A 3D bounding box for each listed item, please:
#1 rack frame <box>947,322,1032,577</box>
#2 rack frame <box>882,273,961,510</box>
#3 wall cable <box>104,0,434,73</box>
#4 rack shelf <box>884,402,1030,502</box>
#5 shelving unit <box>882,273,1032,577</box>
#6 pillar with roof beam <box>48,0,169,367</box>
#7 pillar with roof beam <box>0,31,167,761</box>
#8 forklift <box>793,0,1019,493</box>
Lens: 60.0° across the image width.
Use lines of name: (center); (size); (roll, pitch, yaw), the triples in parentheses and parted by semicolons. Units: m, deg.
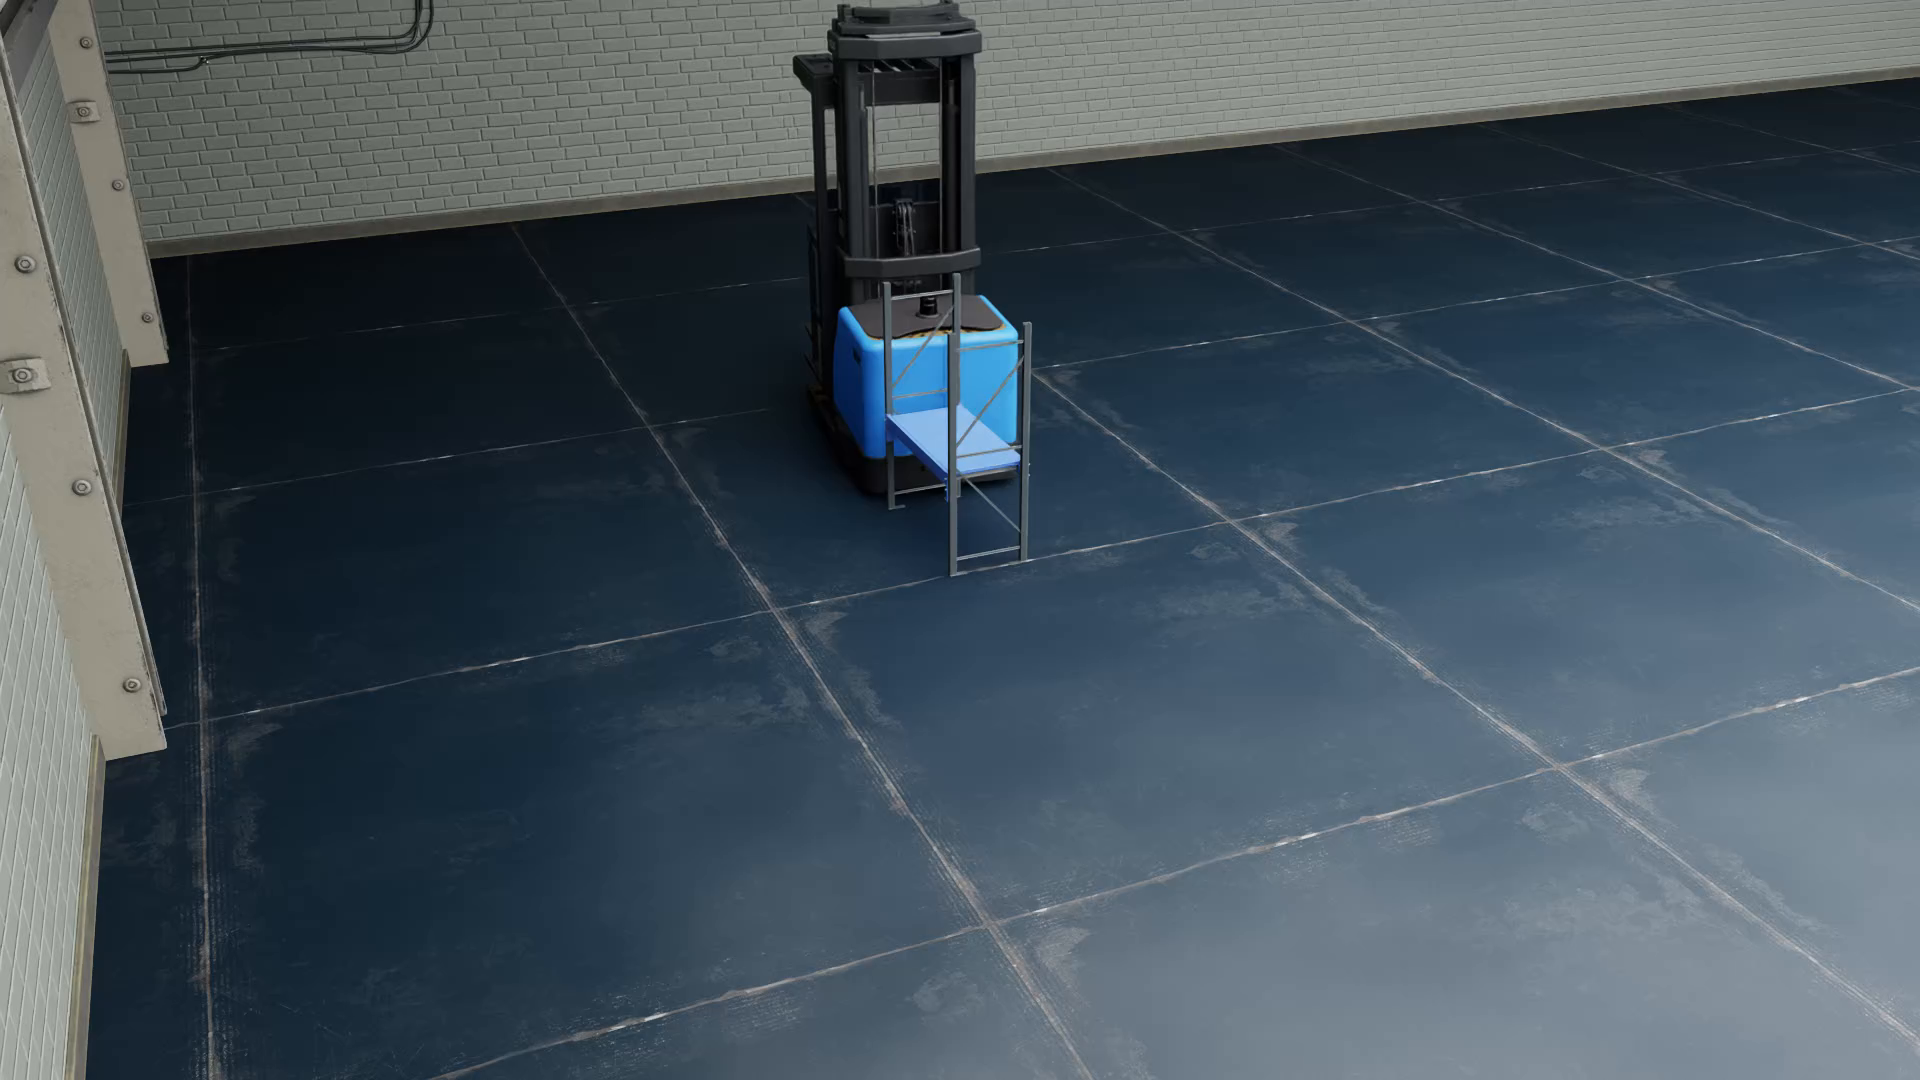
rack frame: (0.166, -0.503, 9.571); (0.500, 1.500, 0.032); (-11, 28, -21)
rack frame: (-0.232, -0.914, 10.412); (0.500, 1.500, 0.032); (-11, 28, -21)
wall cable: (-6.398, -5.518, 14.833); (3.097, 2.526, 0.112); (-11, 28, -21)
rack shelf: (-0.033, -0.547, 10.070); (0.538, 0.185, 1.000); (-11, 28, -21)
shelving unit: (-0.033, -0.708, 9.991); (0.538, 1.500, 1.048); (-11, 28, -21)
pillar with roof beam: (-2.500, -6.236, 12.766); (9.100, 9.000, 0.400); (-11, 28, -21)
pillar with roof beam: (-0.150, -3.814, 7.805); (9.100, 9.000, 0.400); (-11, 28, -21)
forklift: (-0.501, -2.245, 11.507); (1.130, 2.935, 3.031); (-7, 27, -14)
